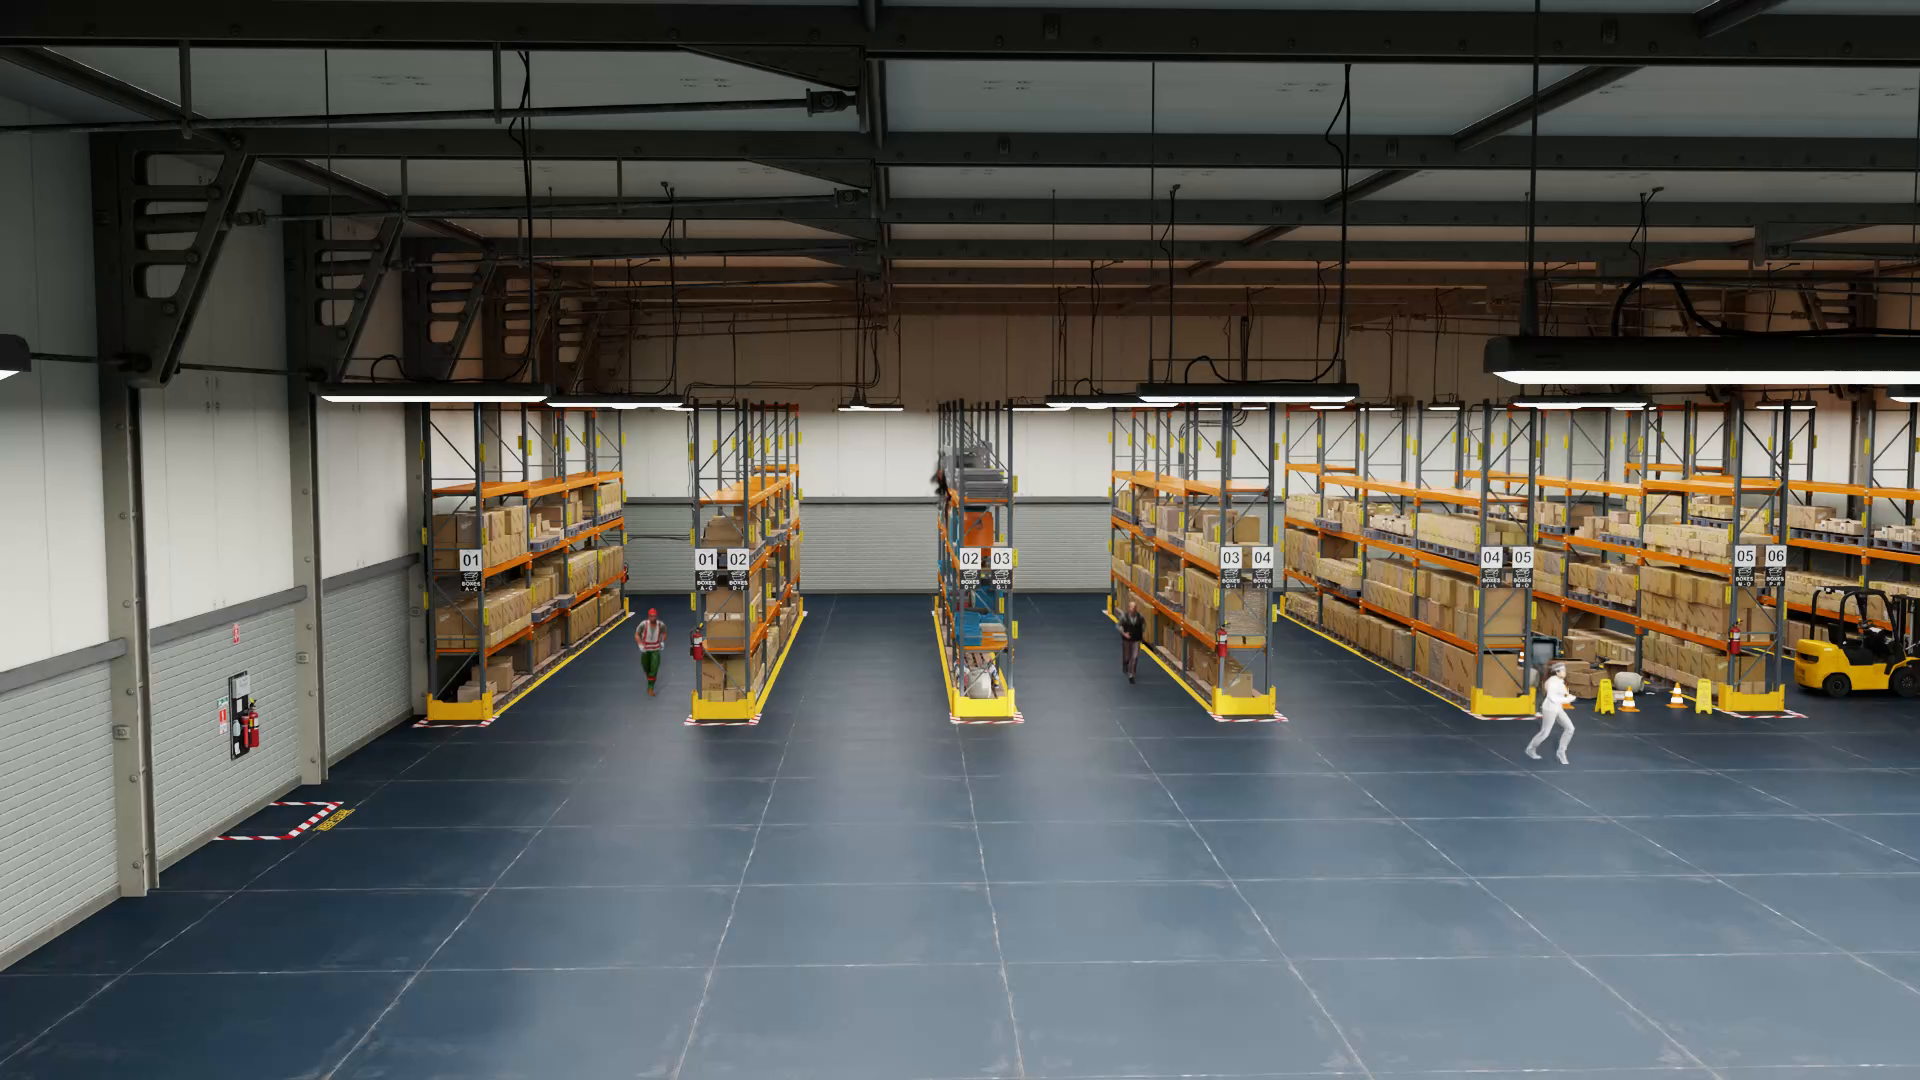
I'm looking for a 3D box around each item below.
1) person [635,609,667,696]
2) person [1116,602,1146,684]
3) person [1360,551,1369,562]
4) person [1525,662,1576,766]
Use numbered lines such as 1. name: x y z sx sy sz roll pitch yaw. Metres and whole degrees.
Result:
1. person: -6.344 2.271 34.172 0.659 1.766 0.986 -1 4 -13
2. person: 3.665 2.173 35.608 0.682 1.716 0.957 0 4 -5
3. person: 11.670 1.123 48.969 0.749 1.826 0.685 0 4 -3
4. person: 9.670 2.821 27.195 0.814 1.711 0.638 3 6 38
